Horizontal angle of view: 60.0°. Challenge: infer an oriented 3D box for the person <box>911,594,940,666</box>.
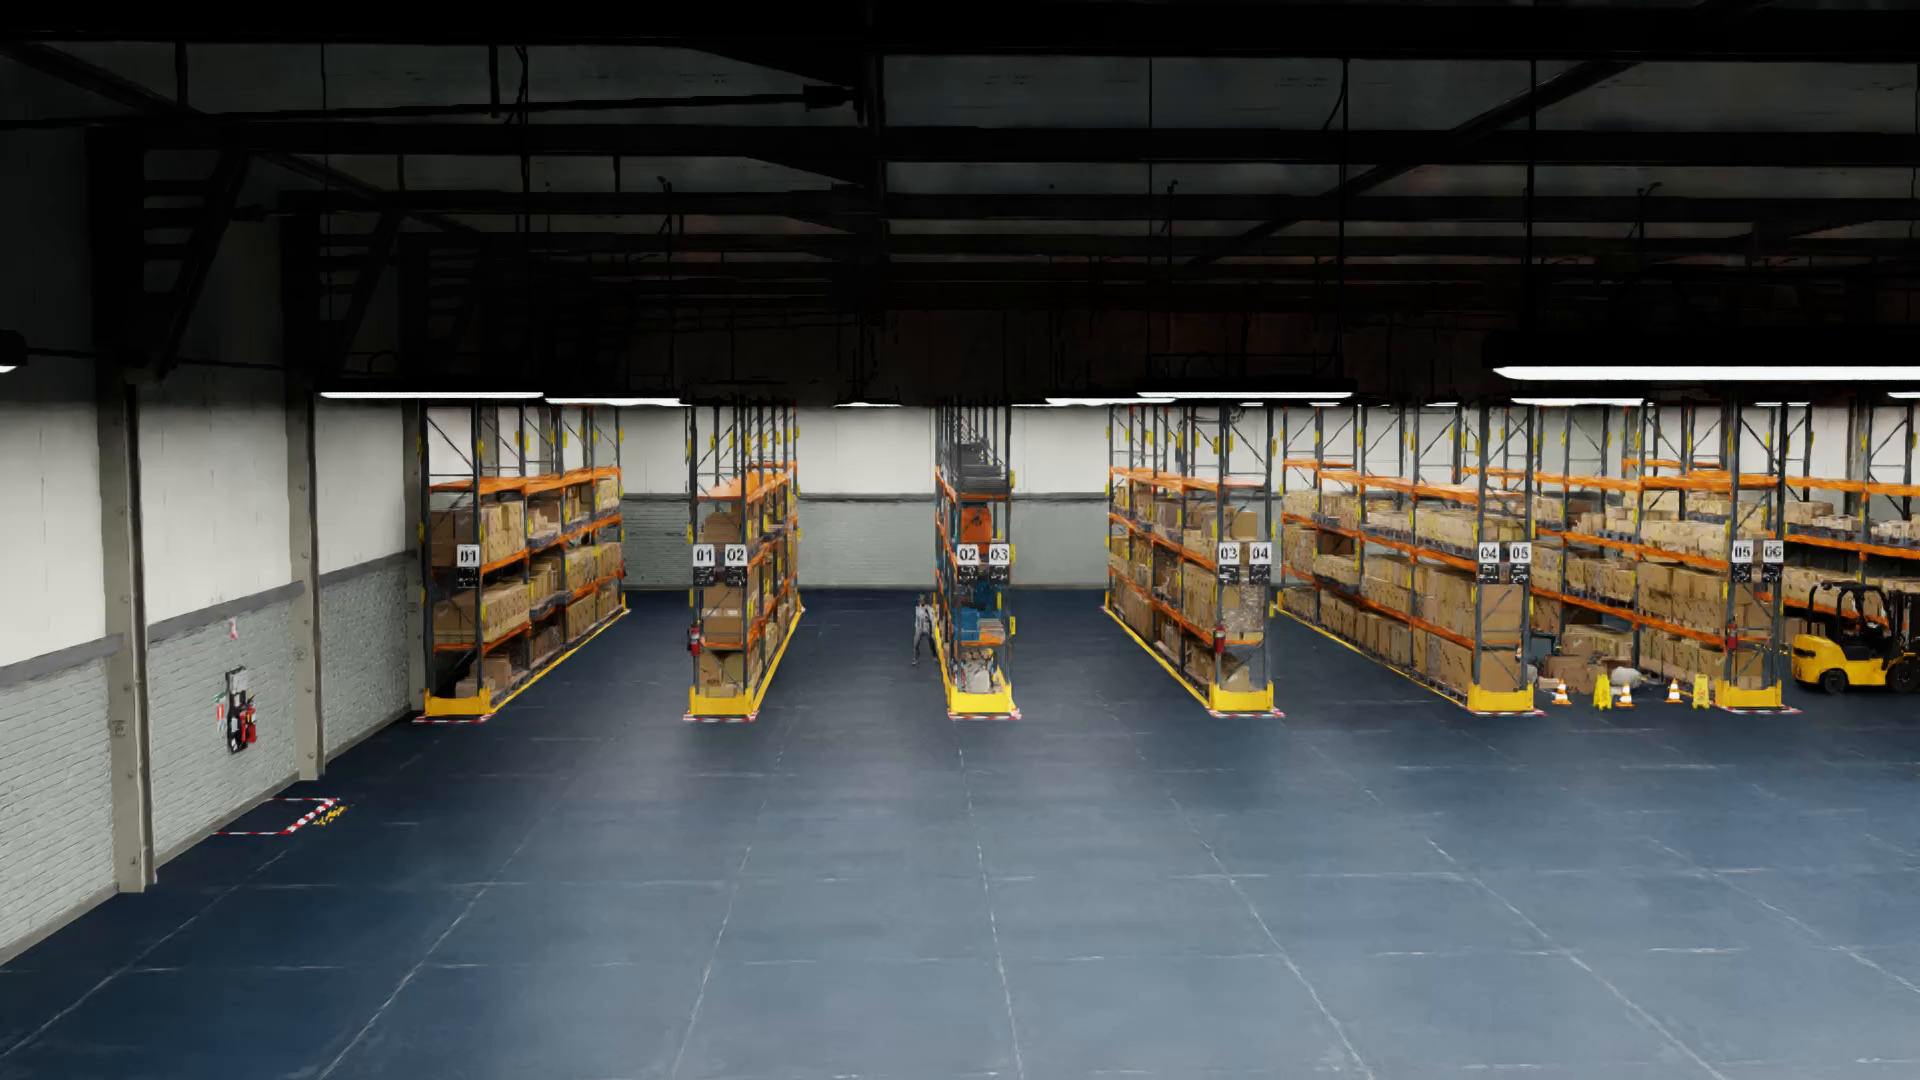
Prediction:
[{"bbox_3d":[-0.769,1.988,37.181,0.519,1.611,0.932,1,5,18],"label":"person"}]
